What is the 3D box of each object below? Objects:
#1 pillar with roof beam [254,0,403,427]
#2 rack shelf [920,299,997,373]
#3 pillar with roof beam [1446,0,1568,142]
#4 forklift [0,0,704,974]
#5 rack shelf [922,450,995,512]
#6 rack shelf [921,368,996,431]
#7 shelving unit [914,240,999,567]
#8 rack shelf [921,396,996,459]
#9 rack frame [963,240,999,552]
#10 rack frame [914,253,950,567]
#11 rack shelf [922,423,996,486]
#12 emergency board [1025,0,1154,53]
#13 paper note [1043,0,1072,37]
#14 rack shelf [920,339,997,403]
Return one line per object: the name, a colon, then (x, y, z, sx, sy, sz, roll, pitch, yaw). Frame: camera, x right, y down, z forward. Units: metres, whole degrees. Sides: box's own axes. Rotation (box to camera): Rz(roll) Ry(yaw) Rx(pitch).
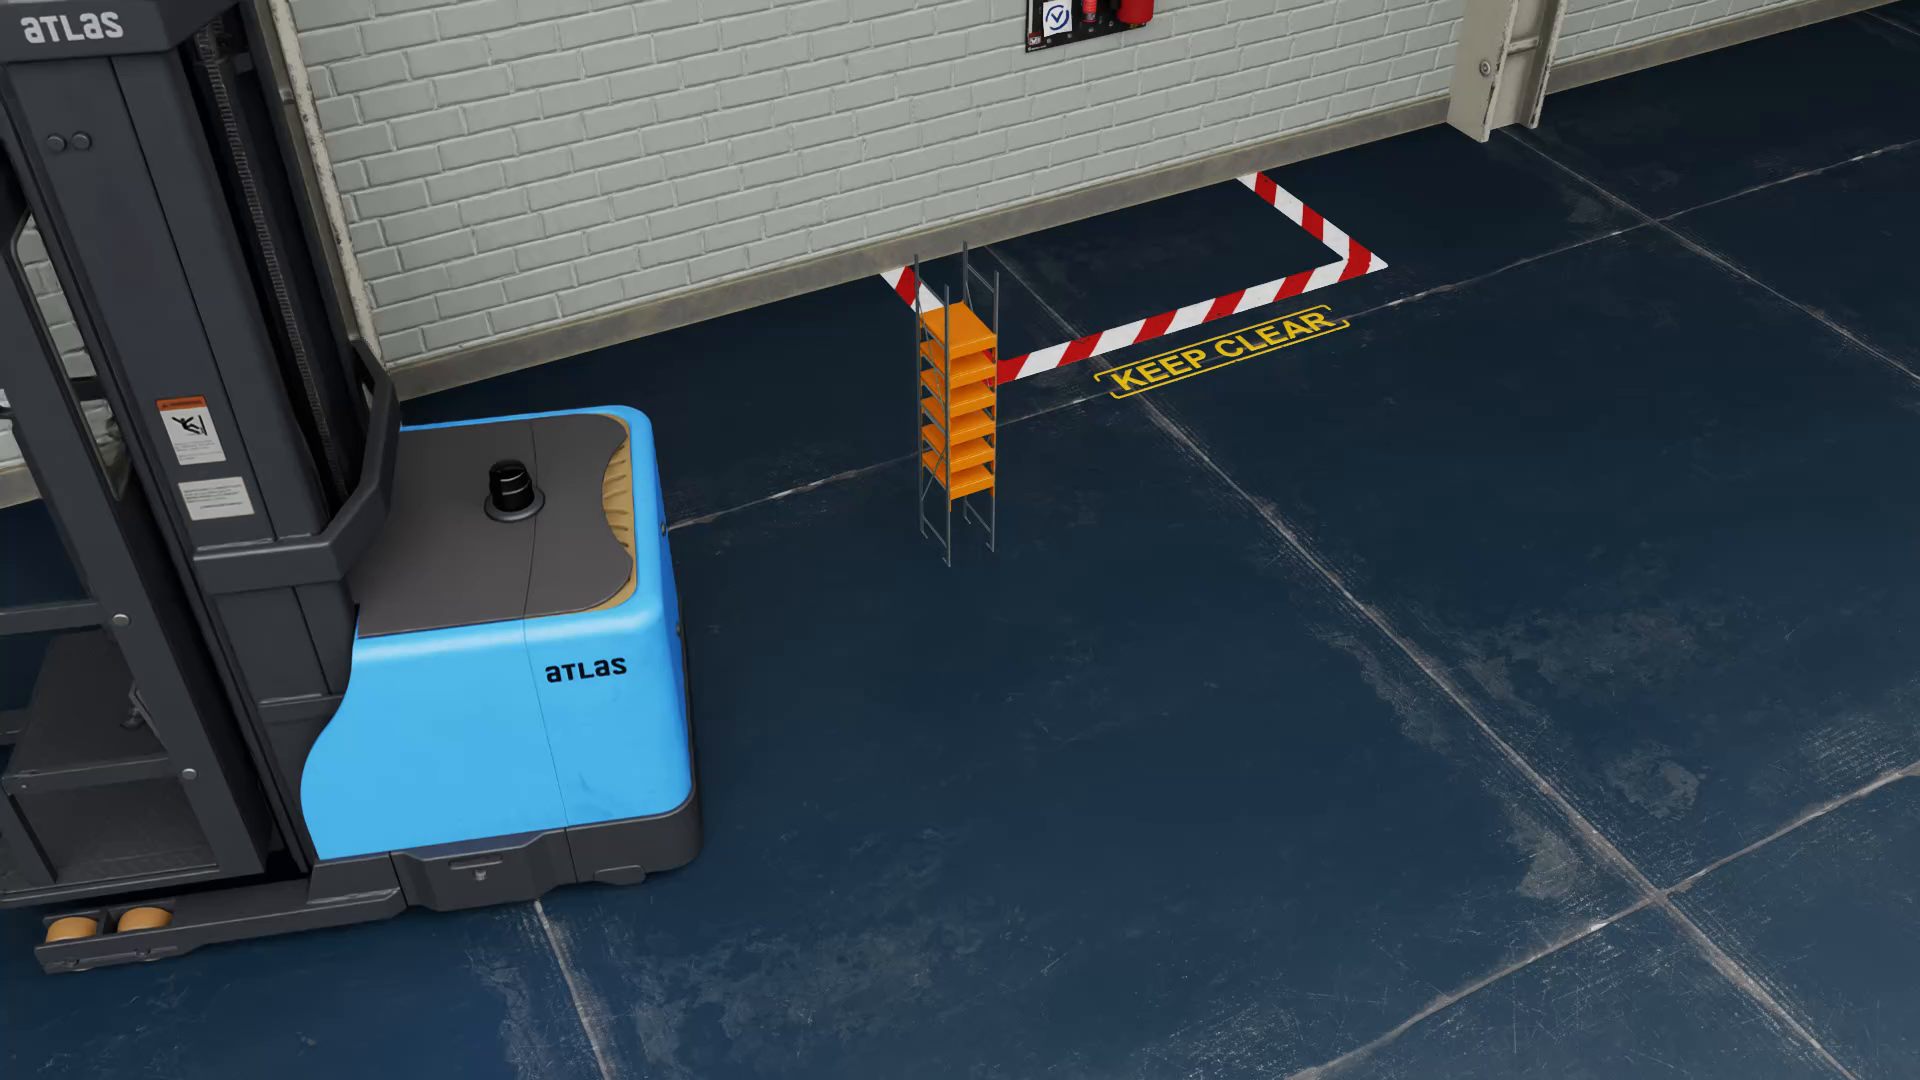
pillar with roof beam: (-0.502, -1.405, 0.945, 0.400, 9.000, 9.100, -19, 44, -21)
rack shelf: (-0.013, -0.694, 5.653, 0.180, 0.103, 0.258, -19, 44, -21)
pillar with roof beam: (4.819, -3.196, 3.061, 0.400, 9.000, 9.100, -19, 44, -21)
forklift: (-2.346, -0.249, 4.276, 3.031, 2.935, 1.130, -7, 41, -8)
rack shelf: (-0.013, -0.237, 6.041, 0.180, 0.103, 0.258, -19, 44, -21)
rack shelf: (-0.013, -0.511, 5.808, 0.180, 0.103, 0.258, -19, 44, -21)
shelving unit: (-0.013, -0.454, 5.857, 0.189, 1.200, 0.258, -19, 44, -21)
rack shelf: (-0.013, -0.420, 5.886, 0.180, 0.103, 0.258, -19, 44, -21)
rack frame: (0.068, -0.481, 5.890, 0.006, 1.200, 0.240, -19, 44, -21)
rack frame: (-0.094, -0.426, 5.825, 0.006, 1.200, 0.240, -19, 44, -21)
rack shelf: (-0.013, -0.328, 5.963, 0.180, 0.103, 0.258, -19, 44, -21)
emergency board: (0.621, -2.658, 7.068, 0.643, 1.169, 0.194, -19, 44, -21)
paper note: (0.432, -2.308, 7.337, 0.142, 0.148, 0.016, -19, 44, -21)
rack shelf: (-0.013, -0.603, 5.731, 0.180, 0.103, 0.258, -19, 44, -21)
